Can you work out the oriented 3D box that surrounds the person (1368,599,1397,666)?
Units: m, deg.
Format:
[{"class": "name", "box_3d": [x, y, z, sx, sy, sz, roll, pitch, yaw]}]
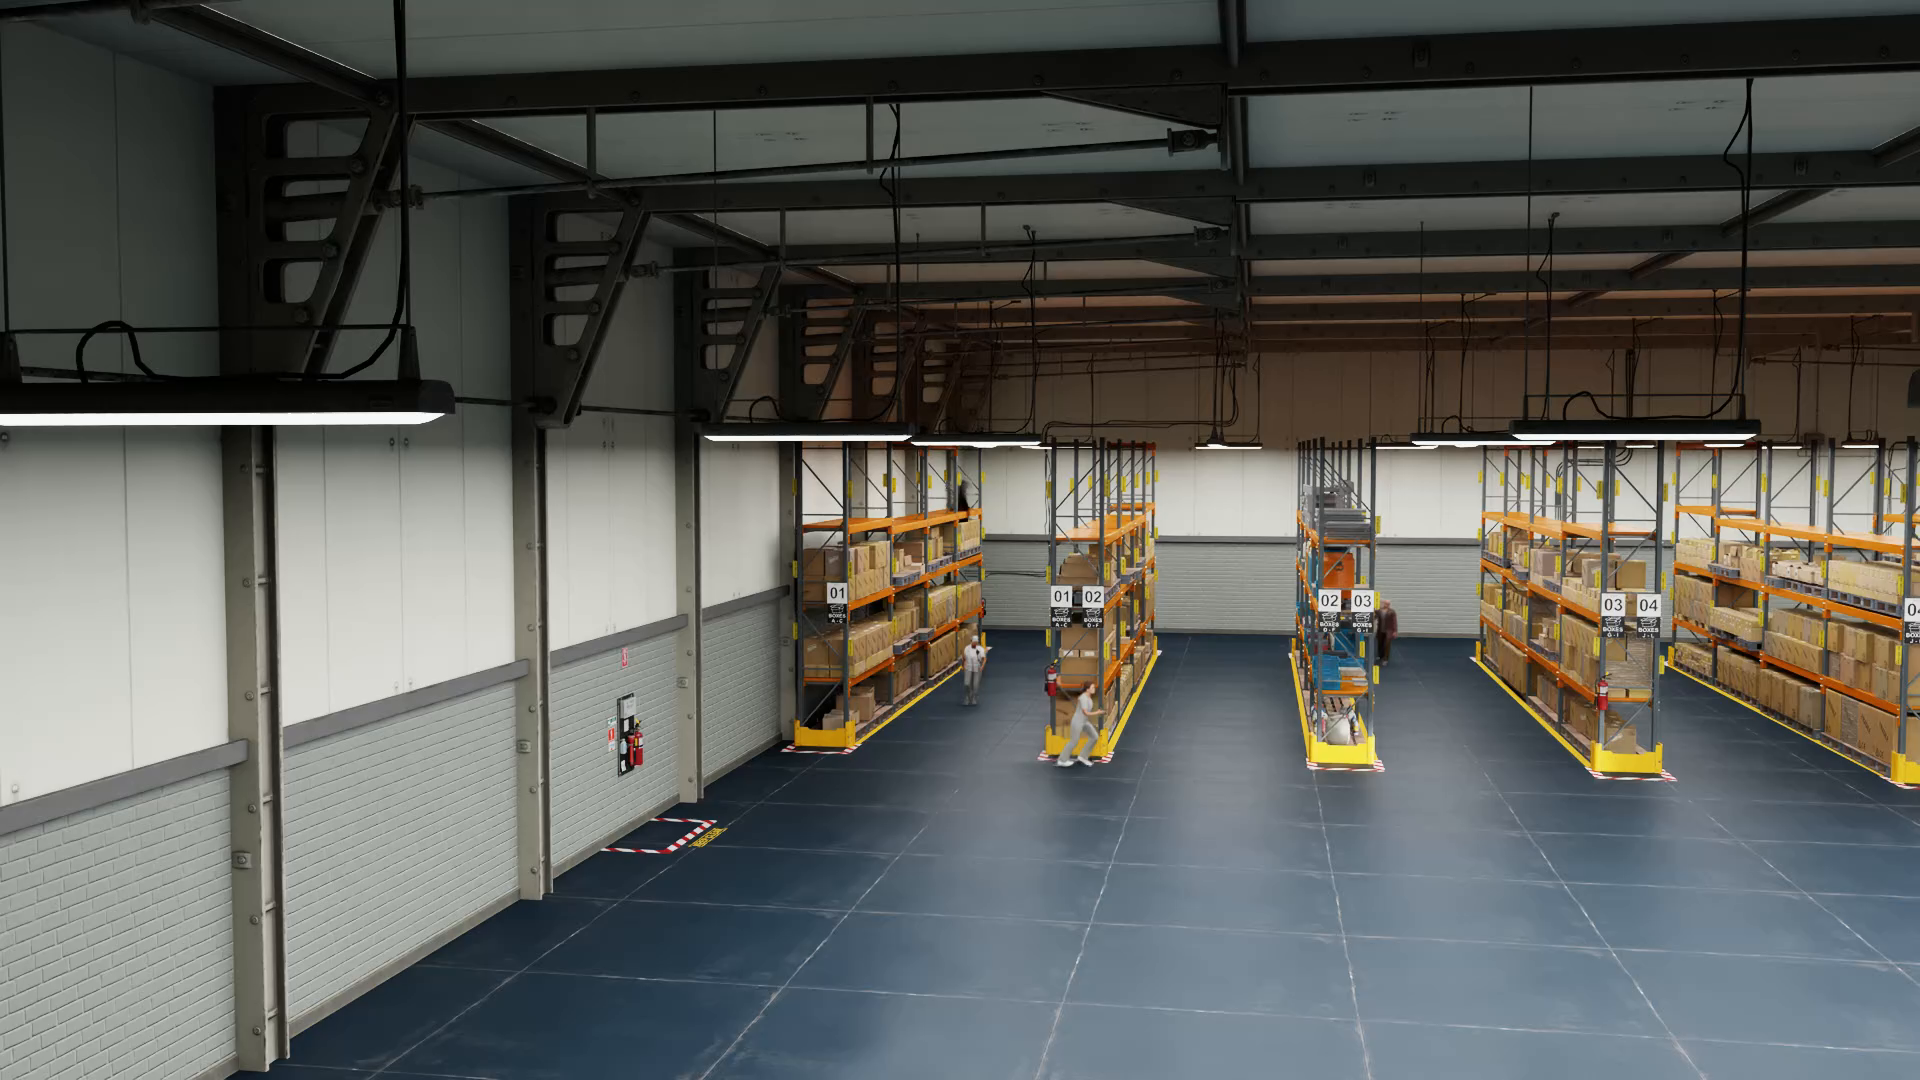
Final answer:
[{"class": "person", "box_3d": [11.442, 2.472, 44.946, 0.757, 1.774, 0.832, 2, 4, 37]}]

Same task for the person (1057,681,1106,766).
[{"class": "person", "box_3d": [2.208, 3.329, 30.125, 0.910, 1.591, 0.557, 1, 3, 23]}]

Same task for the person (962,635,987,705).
[{"class": "person", "box_3d": [0.320, 2.931, 37.366, 0.587, 1.601, 0.784, 0, 3, 4]}]
